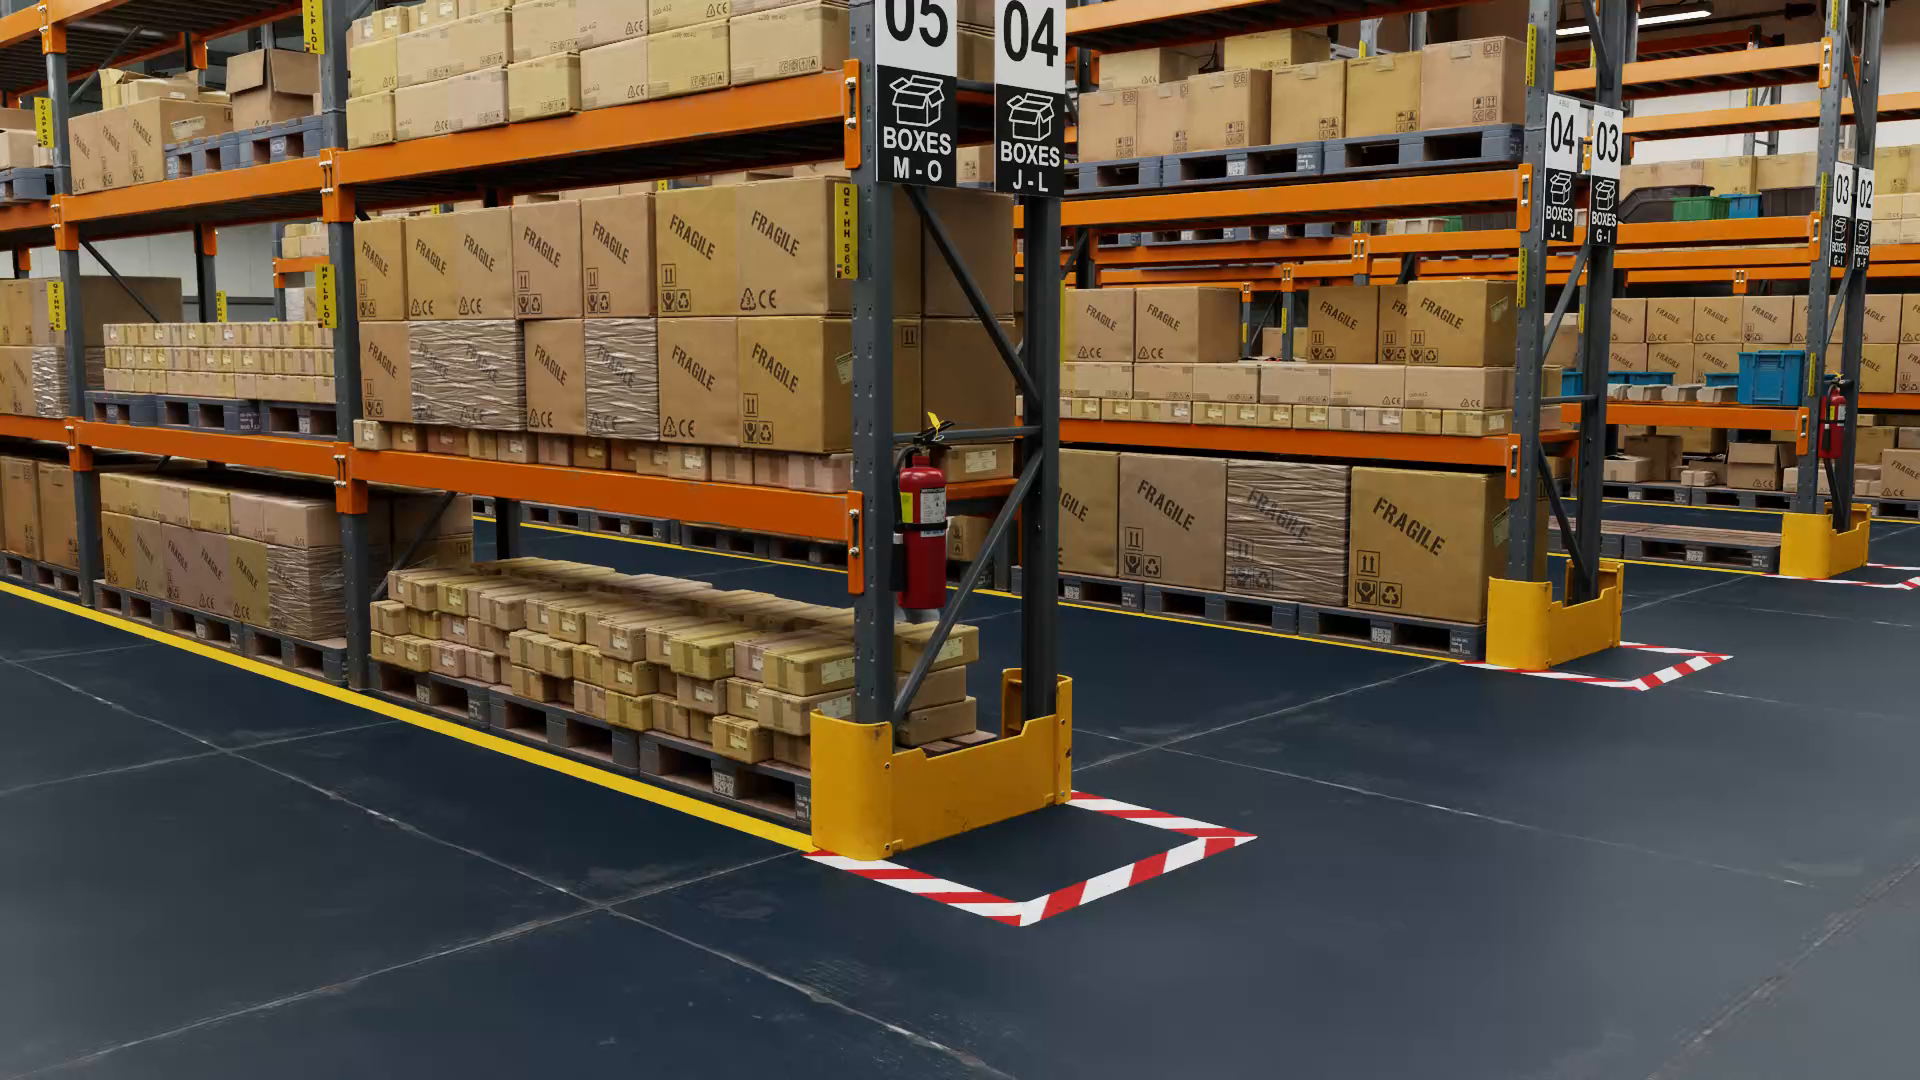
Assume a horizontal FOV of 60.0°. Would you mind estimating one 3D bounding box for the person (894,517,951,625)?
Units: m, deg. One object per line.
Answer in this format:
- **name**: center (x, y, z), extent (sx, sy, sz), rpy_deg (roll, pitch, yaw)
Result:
- **person**: center (-0.344, -0.057, 8.637), extent (0.567, 1.772, 0.490), rpy_deg (6, 9, 42)
